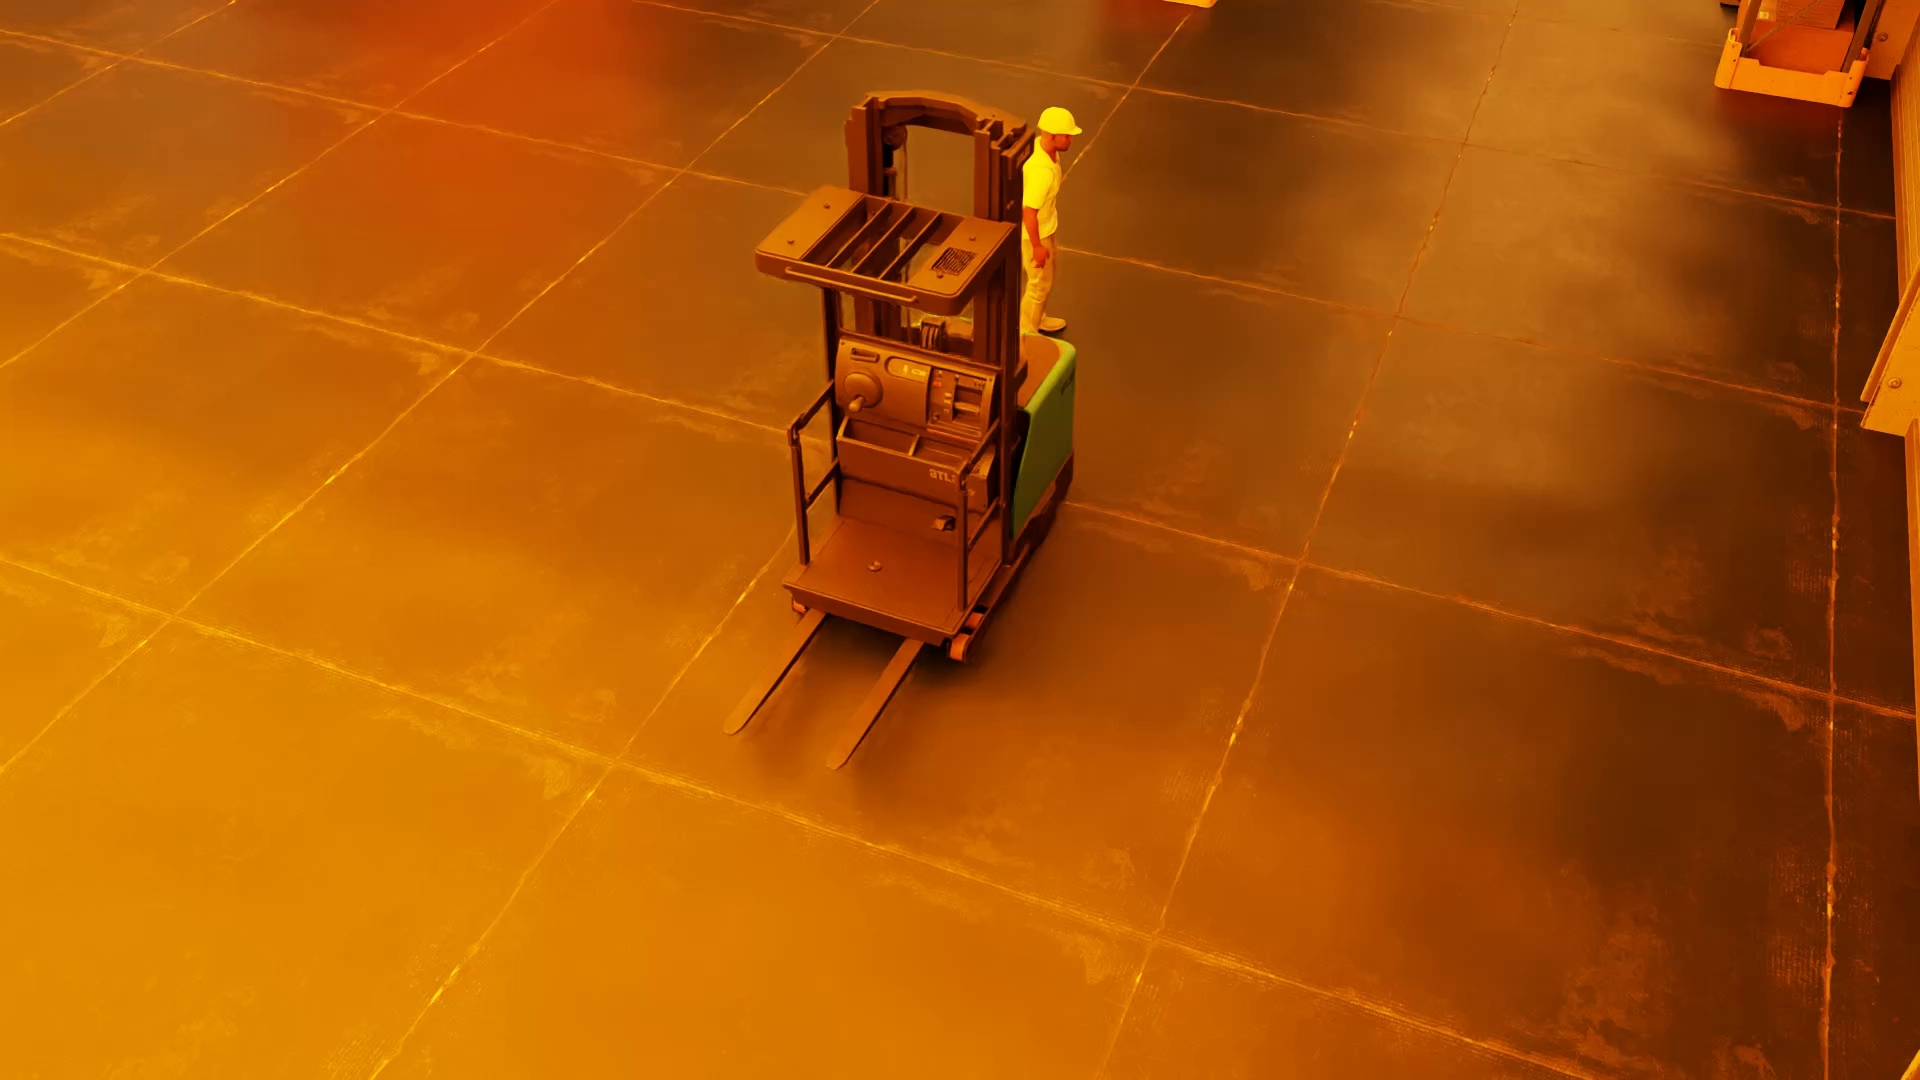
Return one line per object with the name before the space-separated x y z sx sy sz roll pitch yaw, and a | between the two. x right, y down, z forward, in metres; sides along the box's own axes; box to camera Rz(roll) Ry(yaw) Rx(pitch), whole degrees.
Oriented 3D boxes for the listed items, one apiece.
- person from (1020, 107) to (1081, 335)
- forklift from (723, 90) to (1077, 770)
person | 0.572 -2.156 11.499 0.462 1.758 0.627 6 40 8
forklift | -0.333 -0.748 8.900 1.130 2.935 3.031 16 42 18
